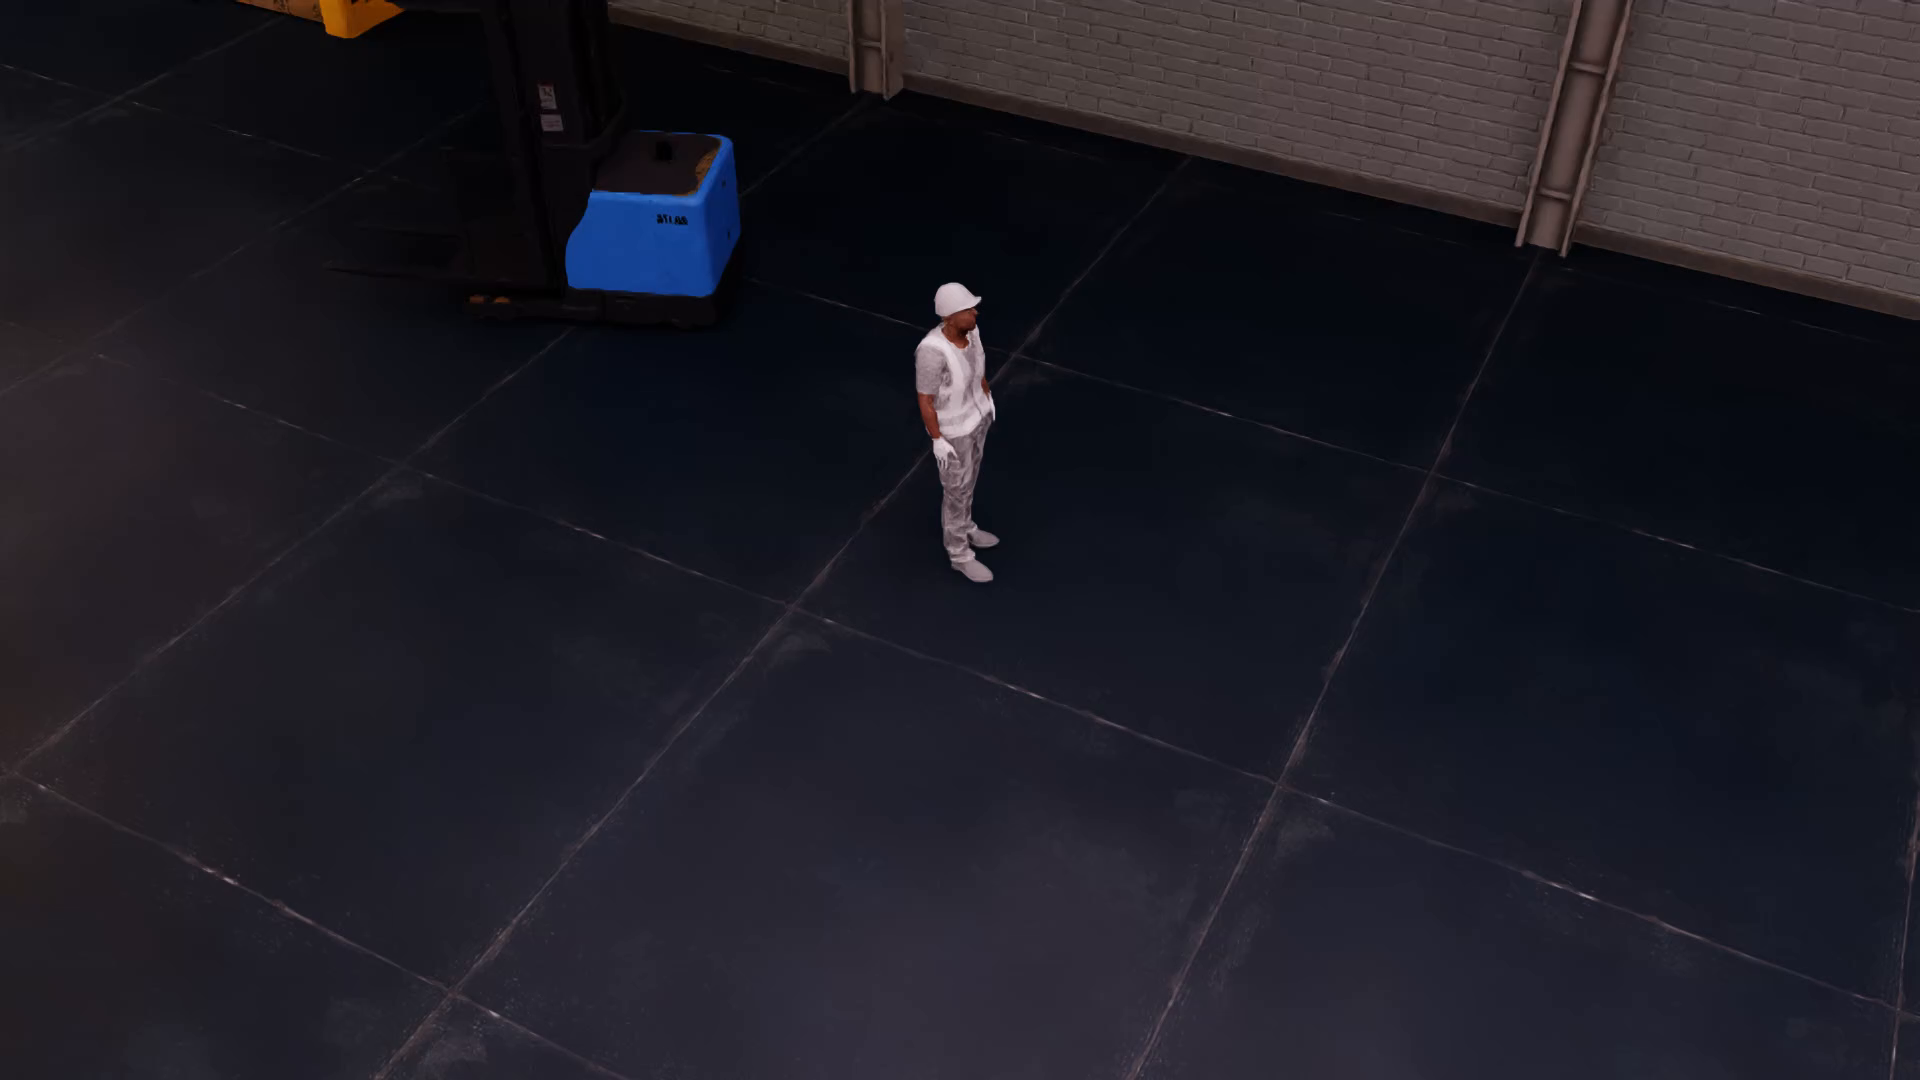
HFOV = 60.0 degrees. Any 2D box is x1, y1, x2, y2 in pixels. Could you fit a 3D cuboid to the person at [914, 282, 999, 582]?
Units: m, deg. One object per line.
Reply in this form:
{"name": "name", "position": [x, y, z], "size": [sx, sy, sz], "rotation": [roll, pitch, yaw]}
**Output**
{"name": "person", "position": [0.060, -0.659, 9.654], "size": [0.576, 1.777, 0.655], "rotation": [18, 43, 21]}

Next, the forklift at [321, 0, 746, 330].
{"name": "forklift", "position": [-3.192, -3.061, 11.621], "size": [3.031, 2.935, 1.130], "rotation": [5, 40, 6]}
